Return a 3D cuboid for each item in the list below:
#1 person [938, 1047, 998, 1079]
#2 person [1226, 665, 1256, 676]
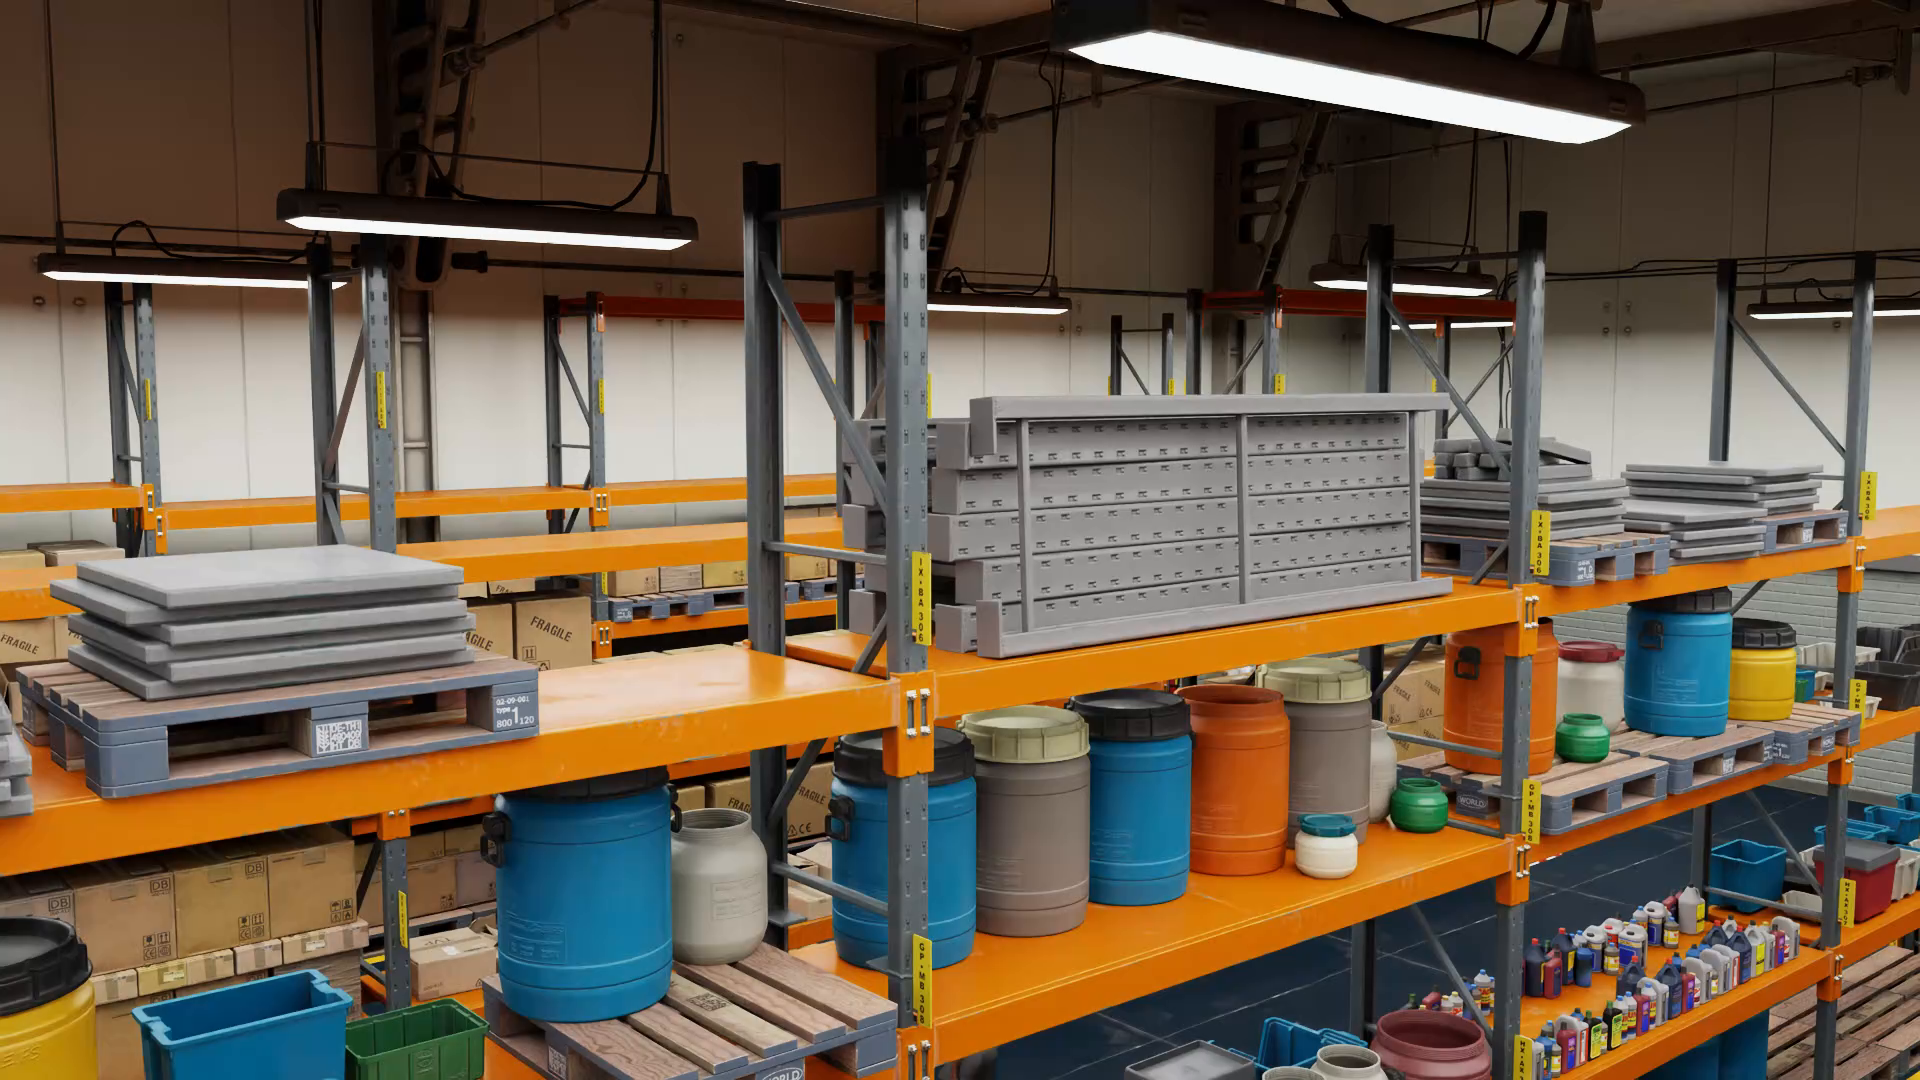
[{"bbox_3d":[-0.021,3.323,10.614,0.412,1.672,0.587,4,7,35],"label":"person"},{"bbox_3d":[3.771,2.132,22.335,0.630,1.779,0.543,2,6,19],"label":"person"}]
